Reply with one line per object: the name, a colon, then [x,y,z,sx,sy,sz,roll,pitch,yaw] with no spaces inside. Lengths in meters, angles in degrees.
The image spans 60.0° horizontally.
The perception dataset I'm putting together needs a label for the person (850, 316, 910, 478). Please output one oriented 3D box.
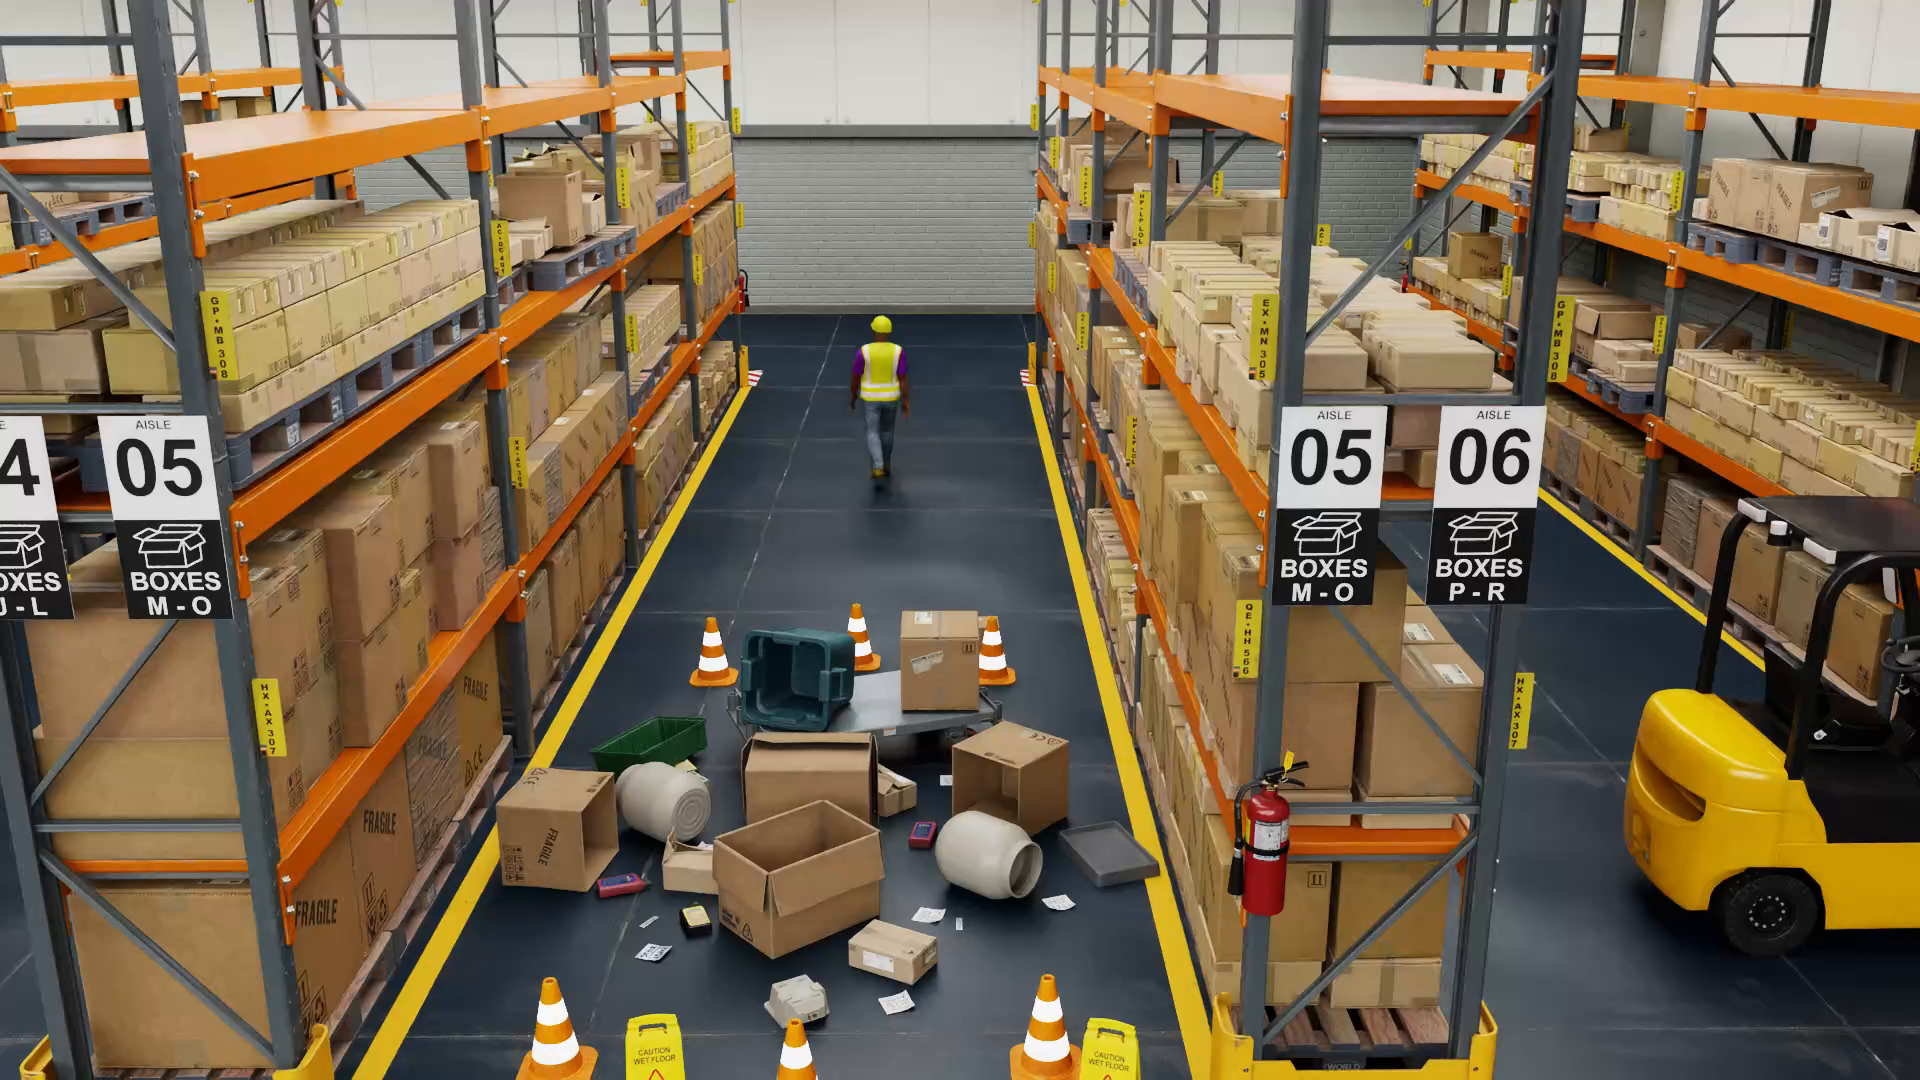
person: [-0.843,-1.490,17.393,0.595,1.736,0.969,-3,17,-11]
